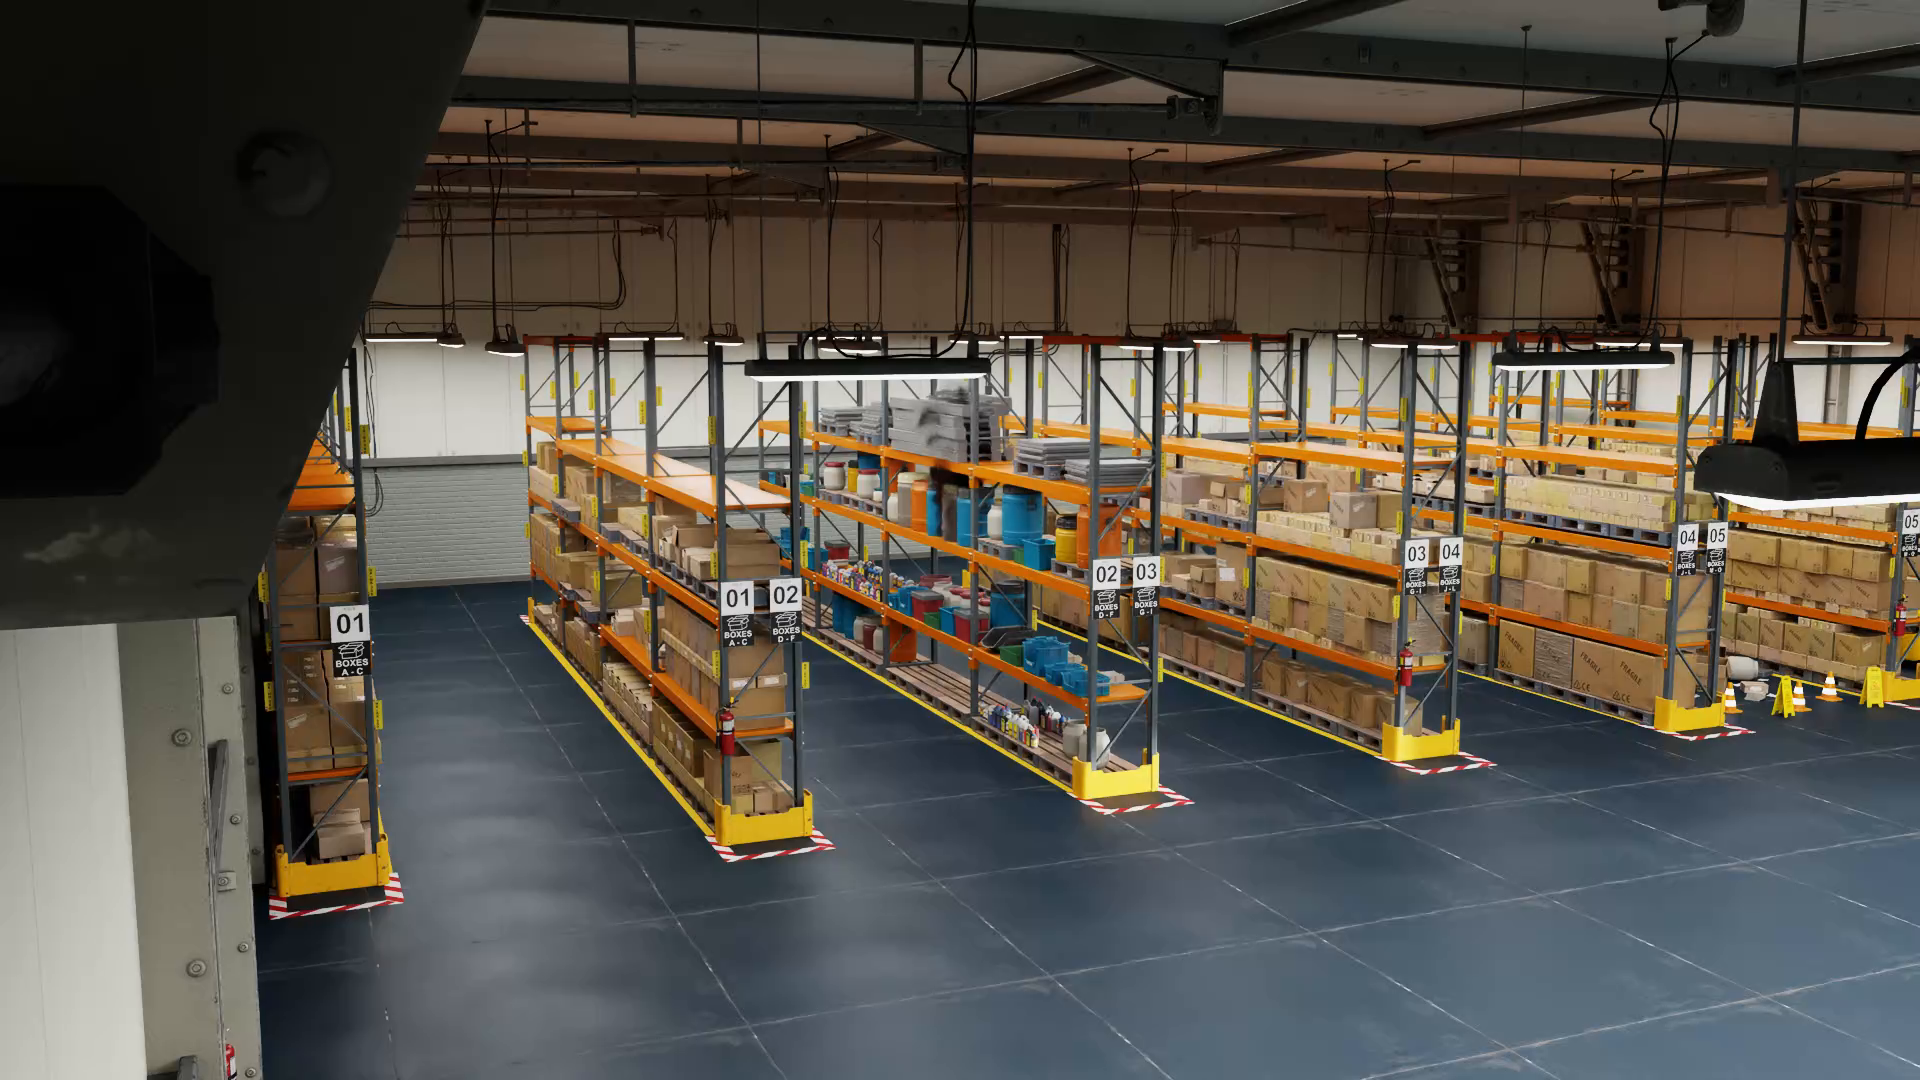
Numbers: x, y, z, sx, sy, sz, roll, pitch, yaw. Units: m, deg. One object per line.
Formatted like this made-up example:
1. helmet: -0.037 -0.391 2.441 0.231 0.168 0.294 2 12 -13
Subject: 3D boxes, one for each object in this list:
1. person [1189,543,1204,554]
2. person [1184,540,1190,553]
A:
1. person: 6.034 -0.171 42.117 0.655 1.558 0.451 -3 8 -21
2. person: 5.743 -0.027 41.942 0.520 1.583 0.726 5 9 31
